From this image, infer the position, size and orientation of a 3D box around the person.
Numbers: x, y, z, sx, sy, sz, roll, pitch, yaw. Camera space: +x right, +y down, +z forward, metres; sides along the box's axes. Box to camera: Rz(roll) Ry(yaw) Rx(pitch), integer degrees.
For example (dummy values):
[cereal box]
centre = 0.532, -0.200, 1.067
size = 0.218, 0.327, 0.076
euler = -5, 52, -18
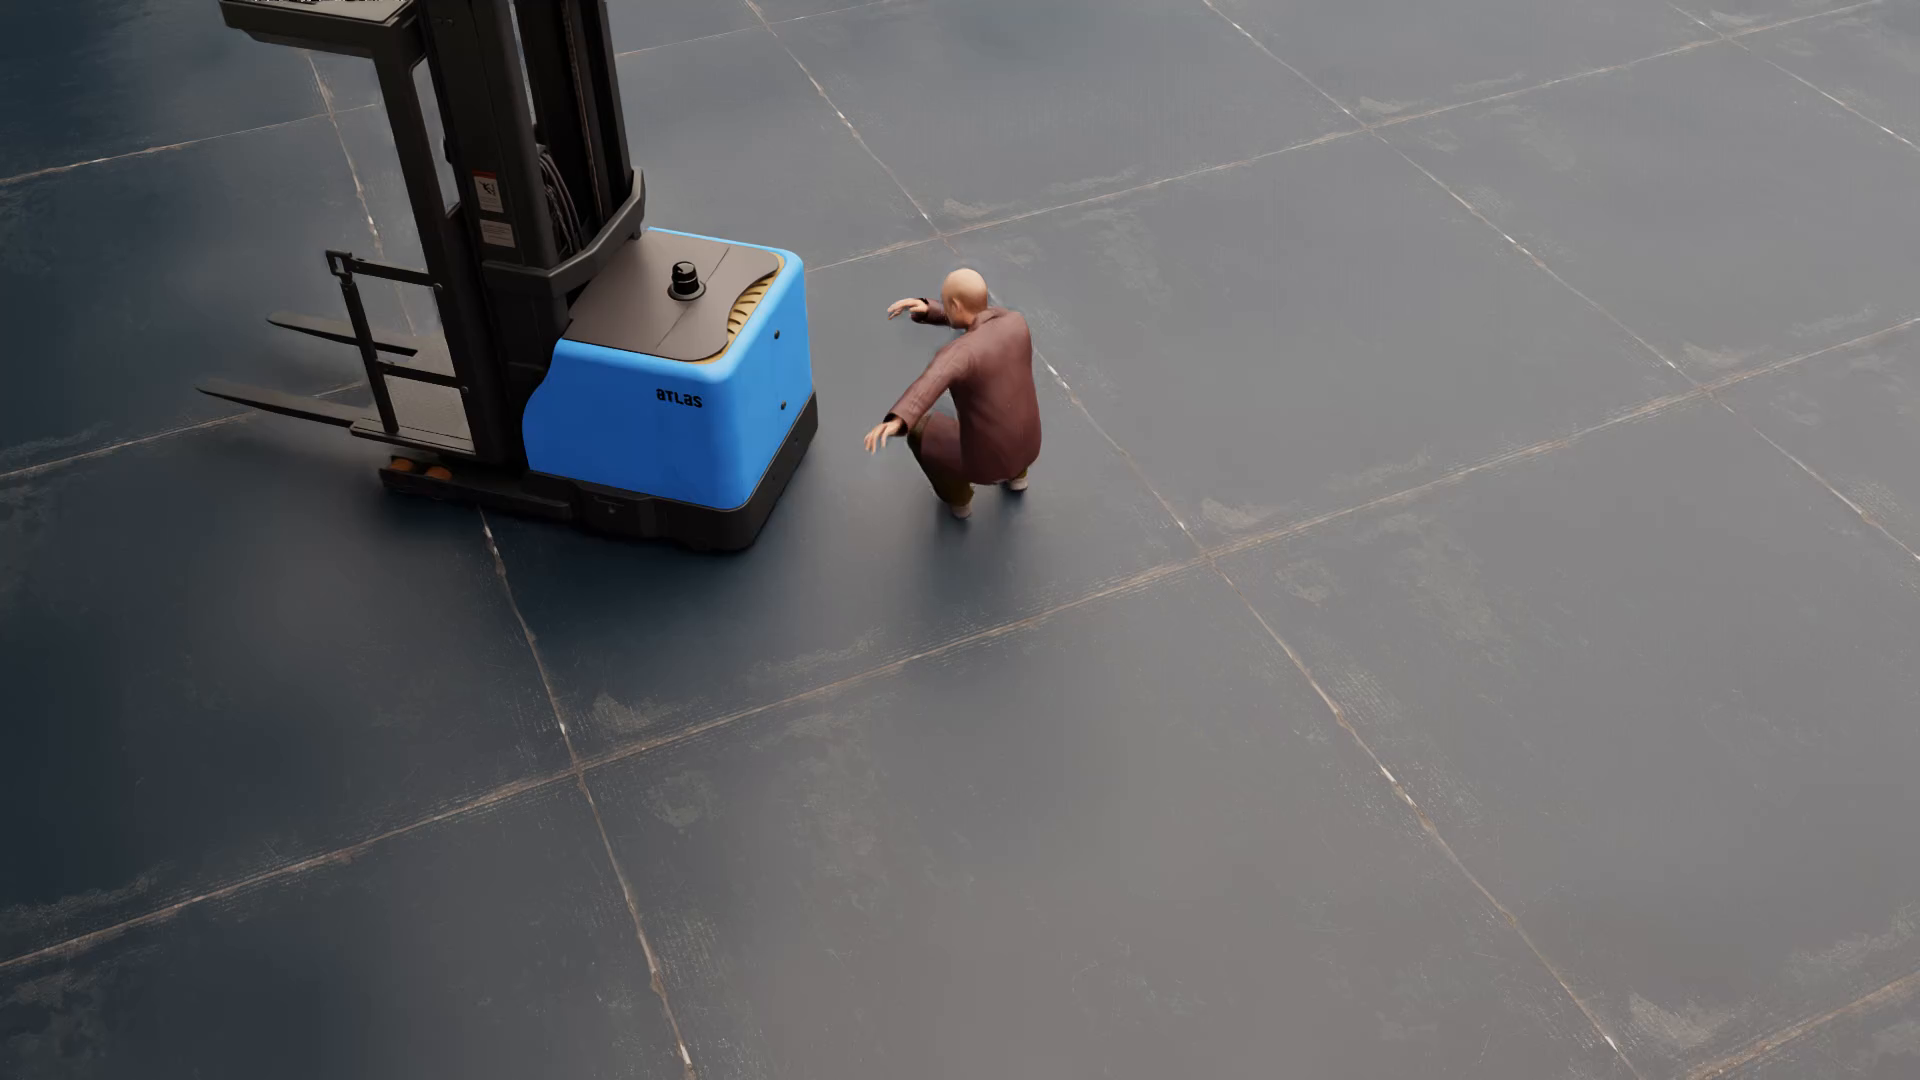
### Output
[person]
centre = -0.082, -0.485, 7.331
size = 0.749, 1.445, 1.464
euler = 33, 52, 30

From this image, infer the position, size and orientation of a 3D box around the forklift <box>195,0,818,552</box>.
[forklift]
centre = -2.285, -1.594, 7.389
size = 3.031, 2.935, 1.130
euler = 12, 44, 12
